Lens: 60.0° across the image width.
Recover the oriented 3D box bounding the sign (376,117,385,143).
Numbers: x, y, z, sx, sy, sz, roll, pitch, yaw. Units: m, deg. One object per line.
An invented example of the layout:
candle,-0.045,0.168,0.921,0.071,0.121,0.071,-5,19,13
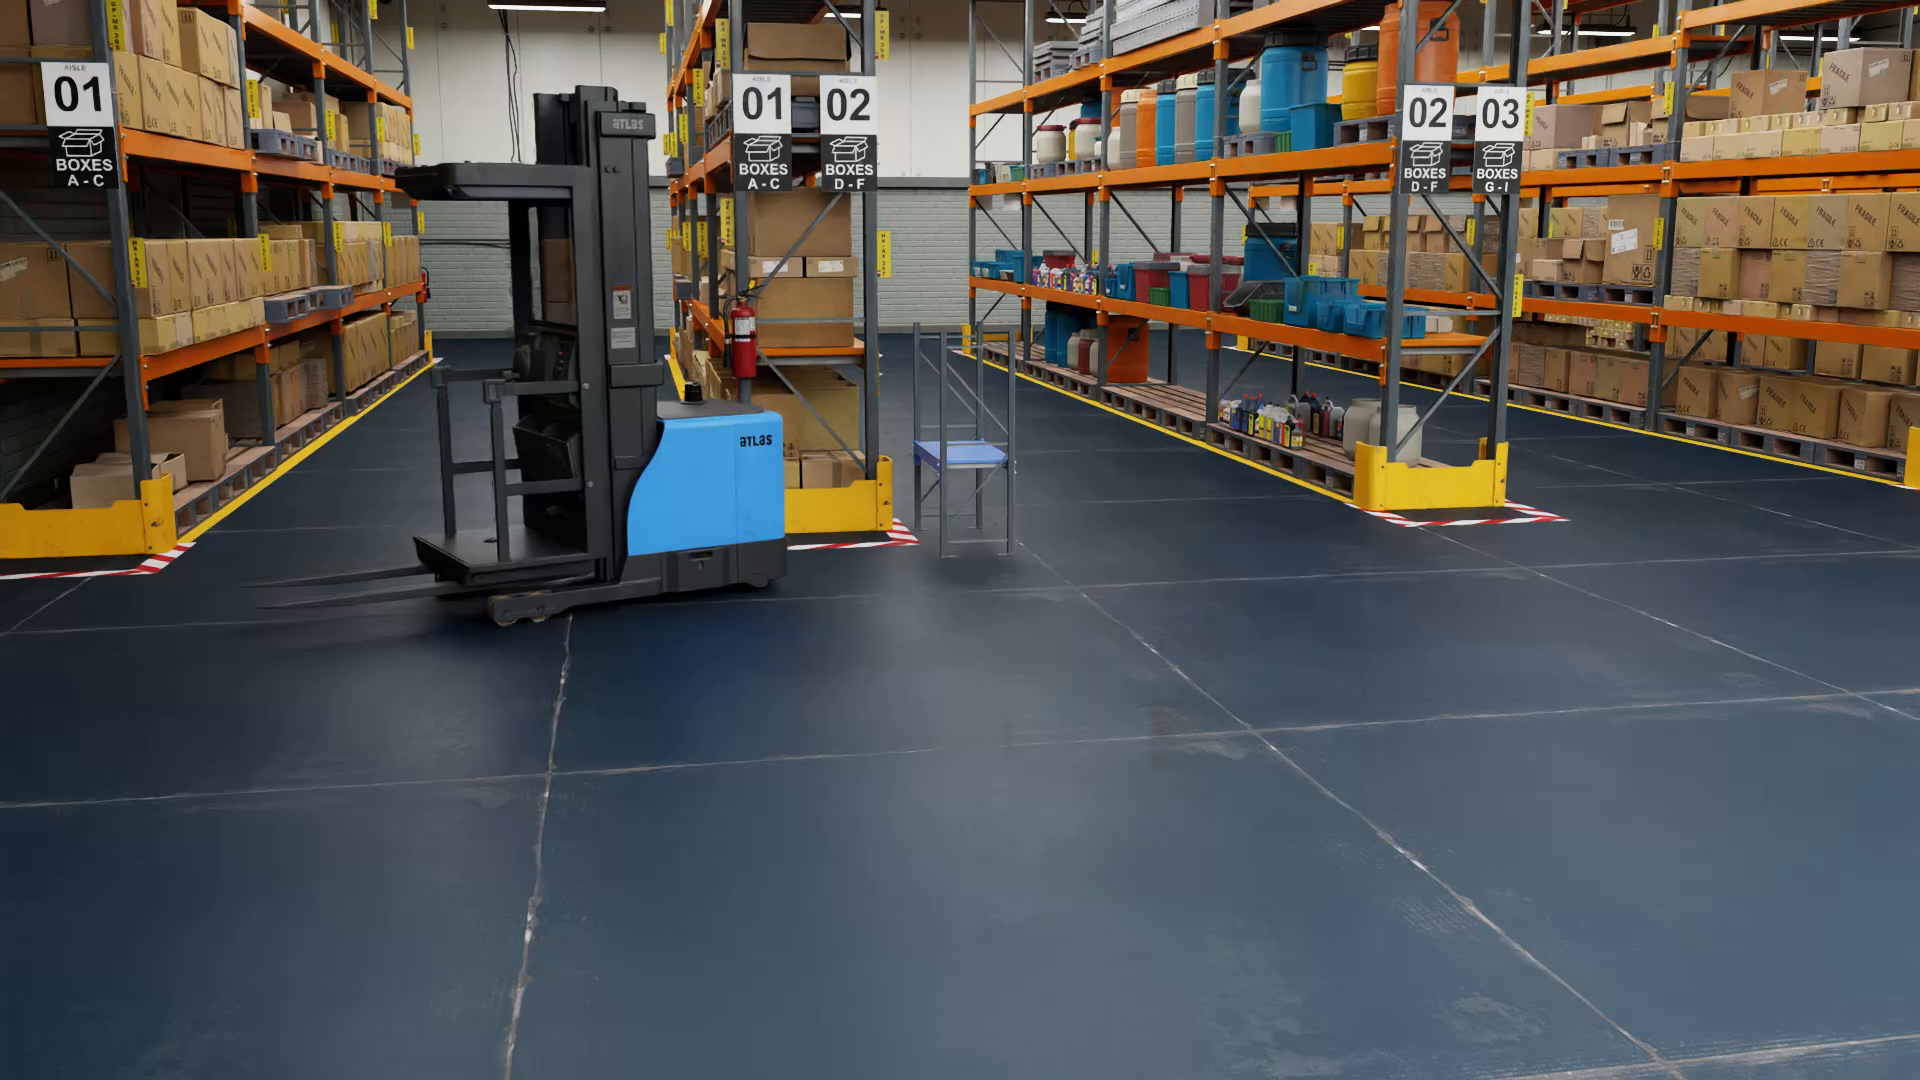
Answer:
sign,-7.752,-5.484,22.238,0.100,0.325,0.005,-2,11,-11

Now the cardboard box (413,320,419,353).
cardboard box,-8.826,-3.167,25.877,0.700,0.500,0.500,-2,11,-11

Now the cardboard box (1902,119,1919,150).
cardboard box,8.285,-3.399,13.909,0.500,0.250,0.500,-2,11,-10

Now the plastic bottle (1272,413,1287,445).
plastic bottle,2.933,-1.011,15.094,0.152,0.276,0.135,-2,11,-13

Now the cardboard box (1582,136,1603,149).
cardboard box,7.387,-4.559,19.104,0.380,0.166,0.250,-2,11,-13

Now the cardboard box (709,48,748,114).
cardboard box,-1.671,-3.786,13.771,0.797,0.503,0.637,-1,11,-5

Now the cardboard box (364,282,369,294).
cardboard box,-7.769,-3.227,21.245,0.380,0.149,0.250,-2,11,-11

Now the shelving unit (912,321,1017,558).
shelving unit,0.017,-0.721,11.474,0.538,1.500,1.048,-2,11,-11

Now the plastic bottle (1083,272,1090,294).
plastic bottle,1.629,-3.302,21.367,0.097,0.271,0.097,0,11,0

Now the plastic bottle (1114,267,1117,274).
plastic bottle,2.150,-3.557,22.496,0.144,0.351,0.185,-2,11,-11

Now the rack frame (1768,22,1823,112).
rack frame,15.237,-8.162,30.510,1.000,3.000,0.127,-2,11,-11

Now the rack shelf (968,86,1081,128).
rack shelf,1.047,-6.704,25.847,1.077,0.370,4.000,-2,11,-11

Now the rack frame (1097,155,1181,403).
rack frame,2.214,-3.207,20.522,1.000,3.000,0.127,-2,11,-11

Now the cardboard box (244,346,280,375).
cardboard box,-7.080,-1.780,16.527,0.500,0.250,0.500,-2,11,-13

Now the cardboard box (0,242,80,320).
cardboard box,-6.248,-1.762,11.276,0.500,0.500,0.500,-2,11,-12

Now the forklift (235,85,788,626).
forklift,-2.564,-1.076,9.509,3.031,2.935,1.130,-7,13,-33

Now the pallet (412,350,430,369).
pallet,-8.828,-2.800,25.843,1.003,0.211,1.213,-2,11,-11

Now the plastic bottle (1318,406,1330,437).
plastic bottle,3.423,-1.119,15.640,0.061,0.283,0.133,-2,11,-11

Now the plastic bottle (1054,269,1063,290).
plastic bottle,1.377,-3.568,22.753,0.152,0.276,0.135,-2,11,-11

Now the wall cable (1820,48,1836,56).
wall cable,20.263,-12.157,36.625,2.988,3.039,0.133,-2,11,-11

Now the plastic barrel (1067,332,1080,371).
plastic barrel,1.685,-2.587,22.799,0.421,0.512,0.421,0,11,0

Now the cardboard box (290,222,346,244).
cardboard box,-7.345,-3.518,19.034,0.500,0.250,0.500,-2,11,-10

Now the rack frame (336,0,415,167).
rack frame,-9.060,-7.261,25.777,1.000,3.000,0.127,-2,11,-11

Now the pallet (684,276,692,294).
pallet,-3.029,-3.289,21.470,1.003,0.211,1.213,-2,11,-11

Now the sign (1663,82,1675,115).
sign,7.306,-4.553,17.139,0.100,0.325,0.005,-2,11,-11

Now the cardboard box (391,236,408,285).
cardboard box,-8.659,-4.095,24.385,0.980,0.700,0.700,-3,11,-14

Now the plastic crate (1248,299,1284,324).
plastic crate,2.979,-2.110,15.325,0.450,0.188,0.662,-2,11,-11

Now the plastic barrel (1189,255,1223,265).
plastic barrel,2.794,-2.937,18.742,0.433,0.535,0.433,0,11,0

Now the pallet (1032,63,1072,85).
pallet,1.627,-6.448,23.079,1.003,0.211,1.213,-2,11,-11

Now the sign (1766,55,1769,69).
sign,14.691,-8.679,30.307,0.100,0.325,0.005,-2,11,-11

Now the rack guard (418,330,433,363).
rack guard,-9.065,-3.090,26.595,1.175,0.500,0.348,-2,11,-11

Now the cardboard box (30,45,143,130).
cardboard box,-5.768,-2.982,10.998,0.500,0.500,0.500,-2,11,-10

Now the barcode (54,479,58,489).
barcode,-6.390,-0.398,11.755,0.001,0.075,0.075,-2,11,-11

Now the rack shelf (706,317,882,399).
rack shelf,-1.479,-1.573,13.865,1.077,0.370,4.000,-2,11,-11

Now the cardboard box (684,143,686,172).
cardboard box,-2.964,-4.818,20.696,0.910,0.500,0.500,-2,11,-11

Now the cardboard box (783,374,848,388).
cardboard box,-1.185,-1.073,13.538,0.500,0.500,0.500,-2,11,-11

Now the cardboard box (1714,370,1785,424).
cardboard box,8.007,-1.452,16.865,0.500,0.500,0.500,1,11,7

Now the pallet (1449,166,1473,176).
pallet,6.895,-4.884,21.816,1.213,0.211,1.003,-2,11,-8

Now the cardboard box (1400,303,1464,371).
cardboard box,6.792,-2.840,23.157,1.225,0.875,0.875,-2,11,-11

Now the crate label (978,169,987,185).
crate label,0.520,-5.893,27.013,0.408,0.251,0.502,-2,11,-11

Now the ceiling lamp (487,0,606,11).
ceiling lamp,-7.105,-10.712,28.300,2.000,3.185,0.800,-2,11,-11

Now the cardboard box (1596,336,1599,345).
cardboard box,10.753,-3.297,27.499,0.380,0.149,0.250,-2,11,-12

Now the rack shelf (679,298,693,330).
rack shelf,-3.035,-3.041,21.574,1.077,0.370,4.000,-2,11,-11

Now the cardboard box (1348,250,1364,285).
cardboard box,6.138,-4.076,24.822,0.500,0.500,0.500,-2,11,-11

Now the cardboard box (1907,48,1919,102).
cardboard box,8.604,-4.116,14.877,0.500,0.500,0.500,-2,11,-11

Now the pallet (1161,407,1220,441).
pallet,2.801,-1.246,17.677,1.003,0.211,1.213,-2,11,-11

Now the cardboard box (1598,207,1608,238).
cardboard box,10.717,-5.140,26.941,0.500,0.500,0.500,-2,11,-13

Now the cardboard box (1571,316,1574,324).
cardboard box,10.588,-3.722,28.141,0.380,0.149,0.250,-2,11,-11

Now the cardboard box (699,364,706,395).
cardboard box,-2.430,-1.675,17.207,0.500,0.311,0.500,-2,11,-11

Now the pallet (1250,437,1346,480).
pallet,3.322,-0.754,15.095,1.003,0.211,1.213,-2,11,-11

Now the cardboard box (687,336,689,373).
cardboard box,-3.364,-2.462,22.119,0.500,0.500,0.500,-2,11,-10

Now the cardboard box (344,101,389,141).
cardboard box,-8.146,-5.745,22.839,0.500,0.500,0.500,-2,11,-12

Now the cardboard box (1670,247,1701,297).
cardboard box,7.877,-2.764,17.131,0.875,0.500,0.500,-2,11,-11
